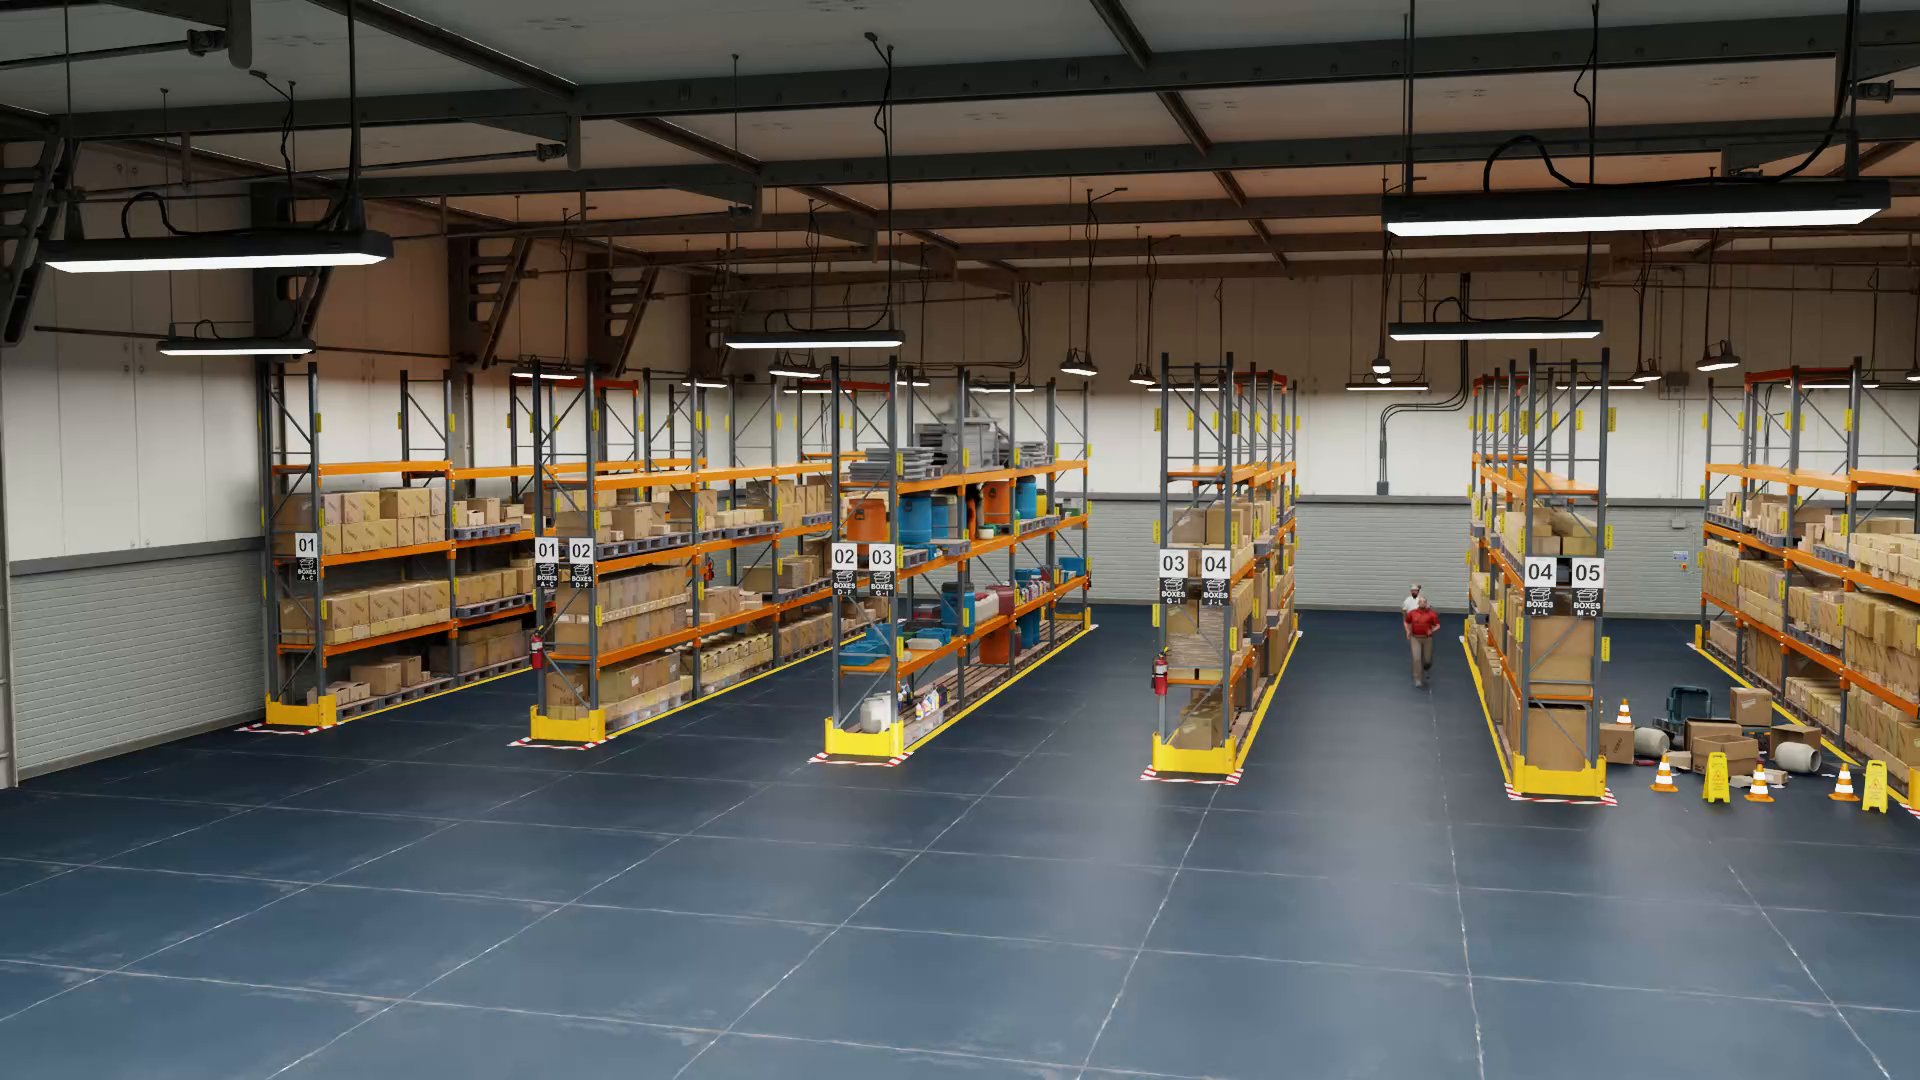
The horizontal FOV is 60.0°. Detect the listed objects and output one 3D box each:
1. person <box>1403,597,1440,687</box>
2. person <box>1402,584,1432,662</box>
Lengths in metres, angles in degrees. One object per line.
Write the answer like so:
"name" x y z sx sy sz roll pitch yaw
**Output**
"person" 8.807 1.924 31.742 0.674 1.687 0.813 1 4 16
"person" 9.491 1.736 34.589 0.589 1.659 0.617 1 4 20
